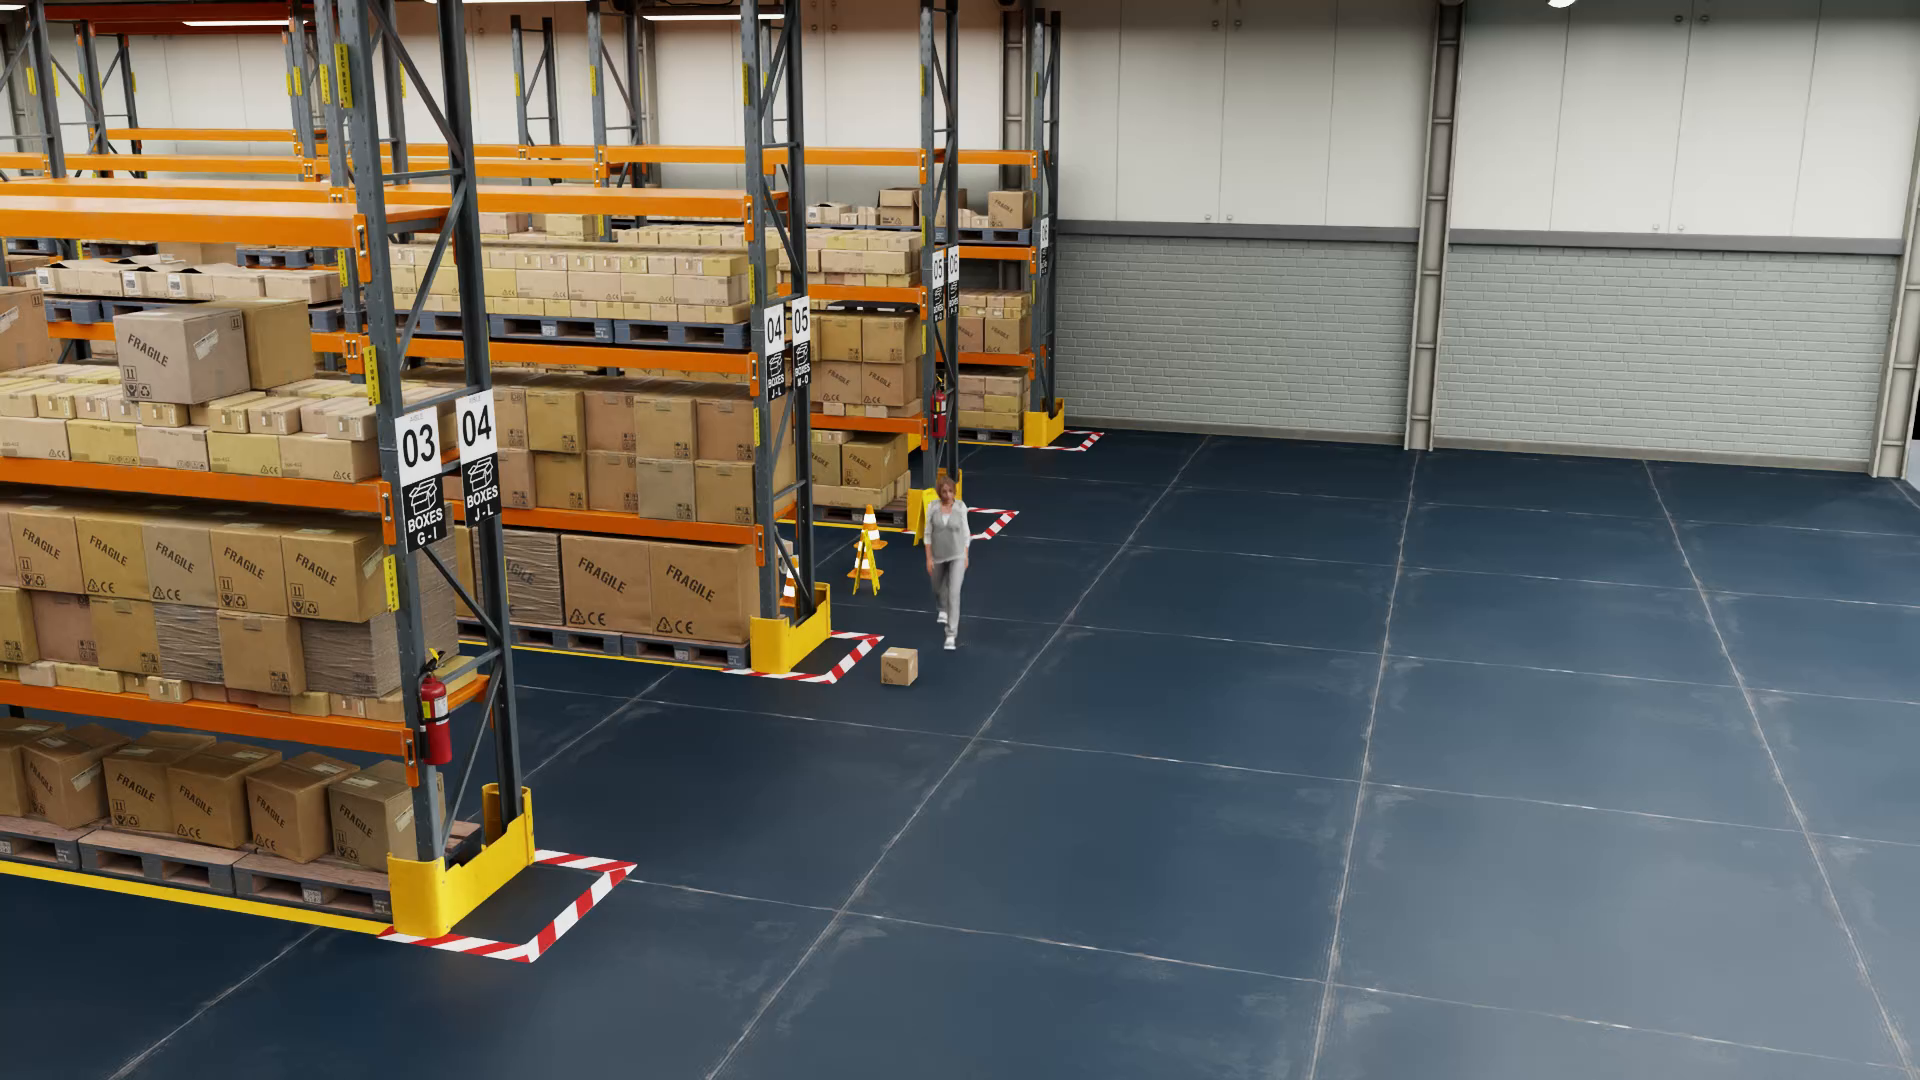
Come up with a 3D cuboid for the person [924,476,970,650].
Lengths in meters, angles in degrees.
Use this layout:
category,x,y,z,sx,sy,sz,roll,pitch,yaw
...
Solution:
category,x,y,z,sx,sy,sz,roll,pitch,yaw
person,-0.120,0.159,15.312,0.416,1.562,0.876,2,15,8
